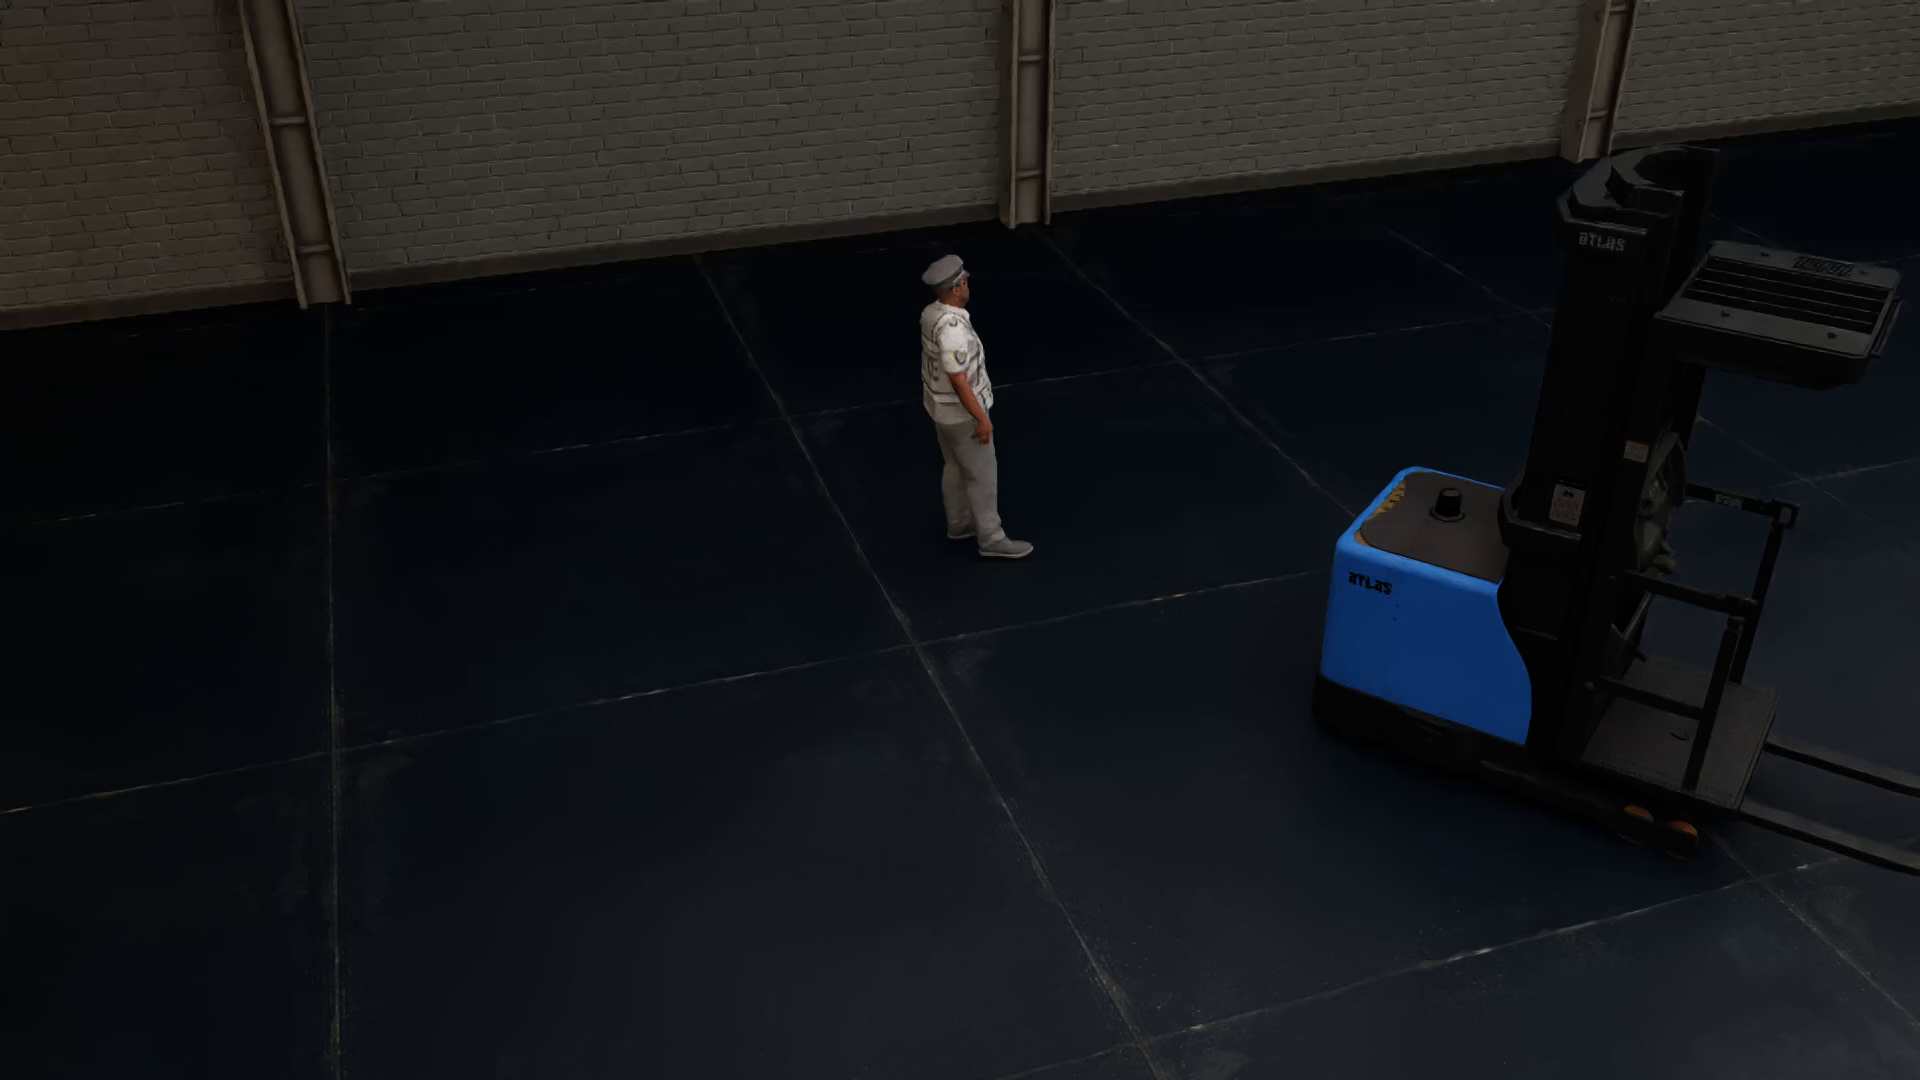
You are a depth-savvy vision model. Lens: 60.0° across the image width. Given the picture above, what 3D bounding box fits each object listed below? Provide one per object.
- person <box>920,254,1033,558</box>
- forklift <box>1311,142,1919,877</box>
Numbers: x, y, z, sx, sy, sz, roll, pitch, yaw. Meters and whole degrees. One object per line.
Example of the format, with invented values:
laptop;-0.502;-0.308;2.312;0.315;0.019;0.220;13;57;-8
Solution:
person;0.078;-0.784;9.590;0.574;1.778;0.640;-10;31;-16
forklift;3.287;-0.136;7.323;3.031;2.935;1.130;18;34;28
